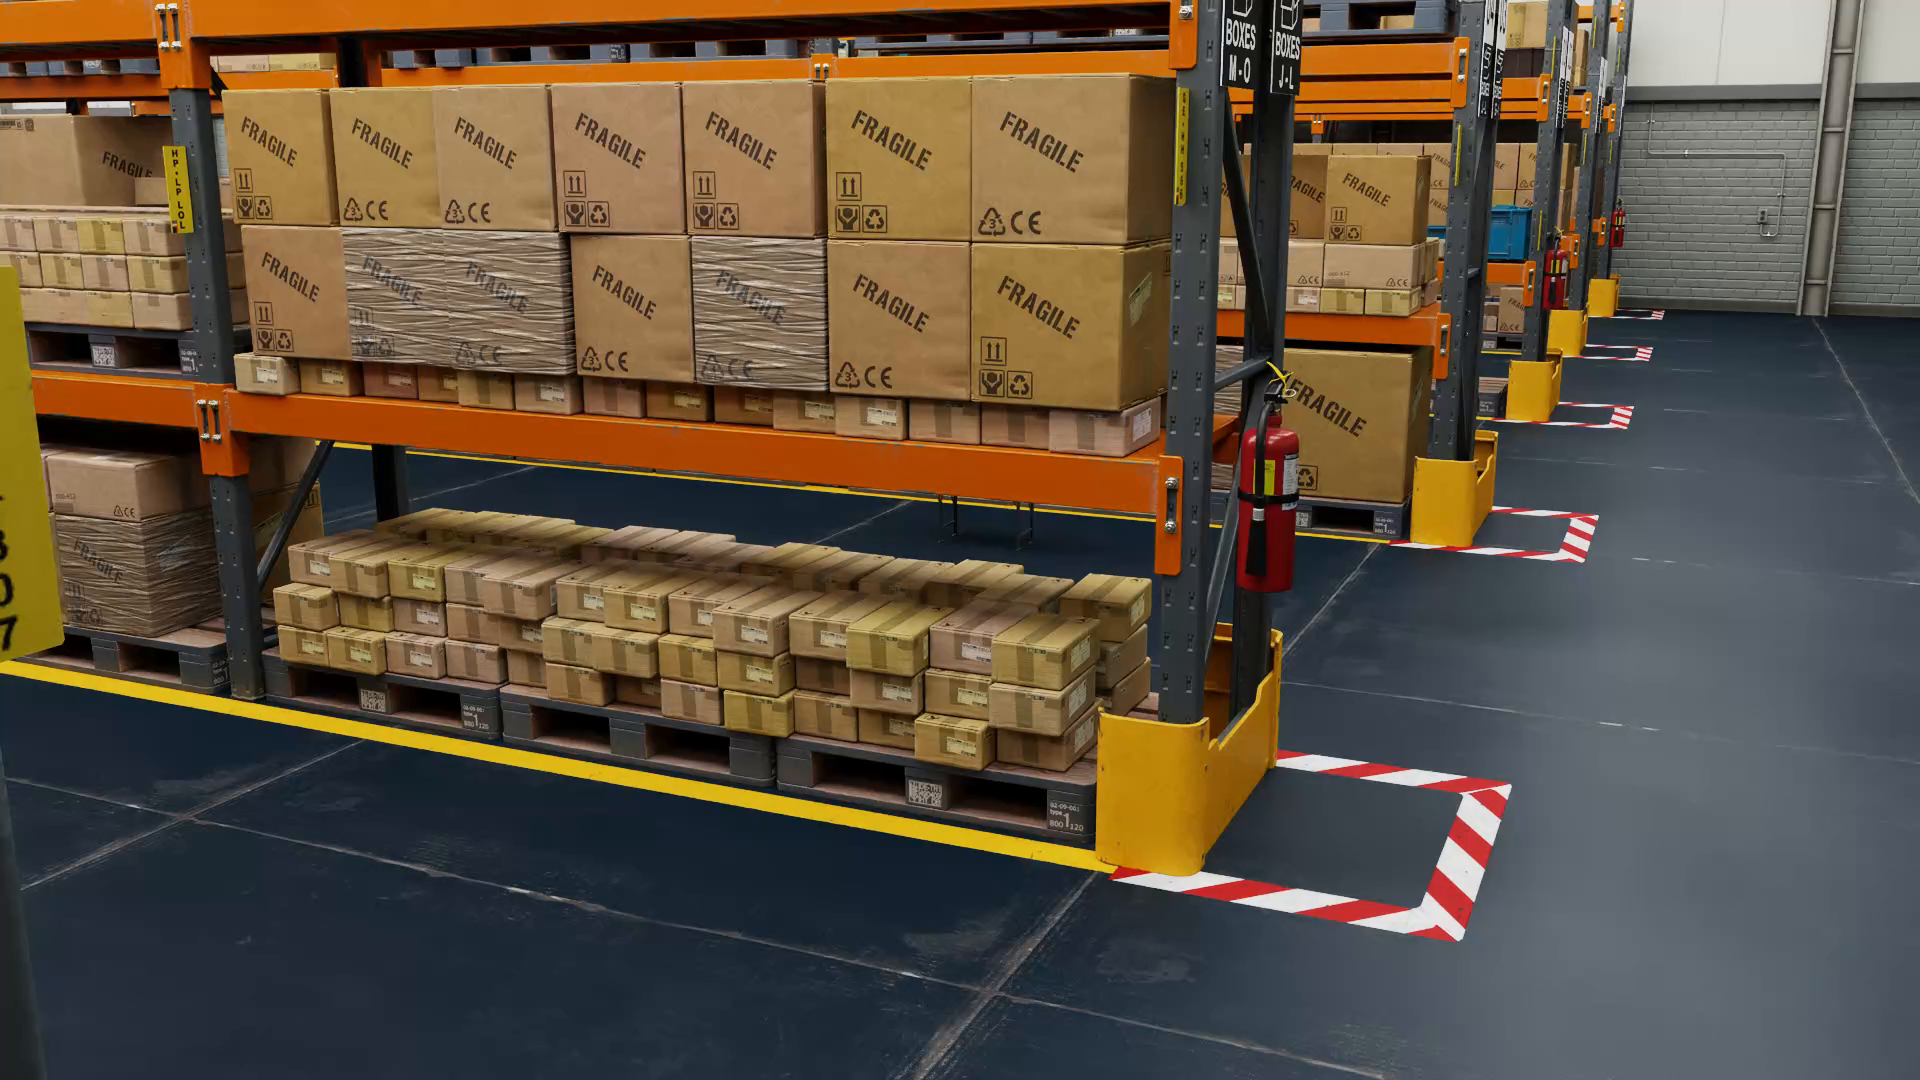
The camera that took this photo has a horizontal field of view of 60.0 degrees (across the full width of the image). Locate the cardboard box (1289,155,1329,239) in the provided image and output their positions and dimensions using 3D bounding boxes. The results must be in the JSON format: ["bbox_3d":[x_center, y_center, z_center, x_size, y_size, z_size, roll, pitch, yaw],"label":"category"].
[{"bbox_3d":[2.195,-2.137,10.329,0.500,0.500,0.500,5,14,22],"label":"cardboard box"}]

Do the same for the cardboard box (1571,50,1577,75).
[{"bbox_3d":[6.633,-5.354,18.673,0.500,0.250,0.500,6,14,23],"label":"cardboard box"}]

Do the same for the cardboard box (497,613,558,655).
[{"bbox_3d":[-1.582,0.319,6.501,0.250,0.149,0.380,7,15,26],"label":"cardboard box"}]

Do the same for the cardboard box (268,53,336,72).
[{"bbox_3d":[-4.867,-3.673,12.603,0.500,0.250,0.500,6,14,23],"label":"cardboard box"}]

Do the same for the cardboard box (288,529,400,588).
[{"bbox_3d":[-2.546,0.073,6.897,0.250,0.149,0.380,6,15,26],"label":"cardboard box"}]

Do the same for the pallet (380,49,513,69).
[{"bbox_3d":[-3.722,-3.613,12.432,1.003,0.211,1.213,7,15,26],"label":"pallet"}]

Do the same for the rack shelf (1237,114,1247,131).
[{"bbox_3d":[1.512,-5.287,20.727,4.000,0.370,1.077,6,14,23],"label":"rack shelf"}]

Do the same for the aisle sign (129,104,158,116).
[{"bbox_3d":[-9.825,-5.279,19.994,0.004,0.787,0.394,6,14,23],"label":"aisle sign"}]

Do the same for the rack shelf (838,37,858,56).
[{"bbox_3d":[-0.142,-7.957,26.418,4.000,0.370,1.077,6,14,23],"label":"rack shelf"}]

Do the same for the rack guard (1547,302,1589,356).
[{"bbox_3d":[6.928,-2.411,18.937,0.348,0.500,1.175,6,14,23],"label":"rack guard"}]

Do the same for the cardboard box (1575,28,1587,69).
[{"bbox_3d":[8.221,-6.673,22.608,0.500,0.500,0.500,6,14,23],"label":"cardboard box"}]

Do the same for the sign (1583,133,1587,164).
[{"bbox_3d":[6.755,-4.225,17.967,0.005,0.325,0.100,6,14,23],"label":"sign"}]

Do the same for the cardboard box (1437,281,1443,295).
[{"bbox_3d":[6.912,-3.828,24.056,0.500,0.500,0.700,6,15,25],"label":"cardboard box"}]

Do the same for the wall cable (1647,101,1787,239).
[{"bbox_3d":[10.555,-5.230,23.253,1.851,1.984,0.084,6,14,23],"label":"wall cable"}]

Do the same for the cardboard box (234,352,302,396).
[{"bbox_3d":[-2.650,-0.679,6.633,0.250,0.149,0.380,6,15,25],"label":"cardboard box"}]

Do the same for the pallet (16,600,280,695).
[{"bbox_3d":[-3.489,0.390,7.632,1.213,0.211,1.003,6,14,23],"label":"pallet"}]

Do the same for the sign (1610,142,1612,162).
[{"bbox_3d":[8.768,-5.223,22.396,0.005,0.325,0.100,6,14,23],"label":"sign"}]

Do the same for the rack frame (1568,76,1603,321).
[{"bbox_3d":[6.998,-3.621,18.622,0.127,3.000,1.000,6,14,23],"label":"rack frame"}]

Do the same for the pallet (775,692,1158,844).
[{"bbox_3d":[0.082,0.742,6.130,1.213,0.211,1.003,6,14,23],"label":"pallet"}]

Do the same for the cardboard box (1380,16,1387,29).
[{"bbox_3d":[4.660,-5.829,19.058,0.500,0.500,0.700,6,14,23],"label":"cardboard box"}]

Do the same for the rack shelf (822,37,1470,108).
[{"bbox_3d":[1.153,-2.848,10.333,4.000,0.370,1.077,6,14,23],"label":"rack shelf"}]

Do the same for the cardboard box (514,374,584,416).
[{"bbox_3d":[-1.427,-0.567,6.157,0.250,0.149,0.380,6,15,26],"label":"cardboard box"}]

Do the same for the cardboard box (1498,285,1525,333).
[{"bbox_3d":[6.401,-2.617,18.852,0.500,0.500,0.500,6,14,23],"label":"cardboard box"}]

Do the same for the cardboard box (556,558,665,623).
[{"bbox_3d":[-1.337,0.192,6.390,0.250,0.149,0.380,5,14,21],"label":"cardboard box"}]

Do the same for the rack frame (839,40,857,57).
[{"bbox_3d":[-1.971,-8.687,27.079,0.127,3.000,1.000,6,14,23],"label":"rack frame"}]

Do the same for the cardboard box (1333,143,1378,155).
[{"bbox_3d":[4.599,-4.329,19.231,0.500,0.500,0.500,5,14,22],"label":"cardboard box"}]

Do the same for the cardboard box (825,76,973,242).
[{"bbox_3d":[-0.102,-1.243,5.429,0.500,0.500,0.500,5,14,21],"label":"cardboard box"}]

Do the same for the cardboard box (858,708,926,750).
[{"bbox_3d":[-0.168,0.607,5.922,0.250,0.149,0.380,6,14,23],"label":"cardboard box"}]

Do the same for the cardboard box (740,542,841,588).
[{"bbox_3d":[-0.672,0.131,6.650,0.250,0.149,0.380,6,14,24],"label":"cardboard box"}]

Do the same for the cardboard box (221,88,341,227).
[{"bbox_3d":[-2.463,-1.484,6.453,0.500,0.500,0.500,6,15,25],"label":"cardboard box"}]

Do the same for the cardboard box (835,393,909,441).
[{"bbox_3d":[-0.222,-0.444,5.633,0.250,0.149,0.380,6,15,25],"label":"cardboard box"}]

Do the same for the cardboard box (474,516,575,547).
[{"bbox_3d":[-1.866,0.013,7.151,0.250,0.149,0.380,6,14,23],"label":"cardboard box"}]

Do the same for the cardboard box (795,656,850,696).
[{"bbox_3d":[-0.398,0.429,6.029,0.250,0.149,0.380,6,14,23],"label":"cardboard box"}]

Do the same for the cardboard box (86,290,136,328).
[{"bbox_3d":[-3.458,-0.997,7.070,0.250,0.149,0.380,6,14,24],"label":"cardboard box"}]

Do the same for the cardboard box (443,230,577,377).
[{"bbox_3d":[-1.525,-0.893,6.123,0.500,0.500,0.500,5,14,22],"label":"cardboard box"}]

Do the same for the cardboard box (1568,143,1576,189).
[{"bbox_3d":[6.699,-4.253,18.906,0.500,0.500,0.500,6,15,25],"label":"cardboard box"}]

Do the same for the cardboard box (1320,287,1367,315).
[{"bbox_3d":[2.284,-1.418,9.782,0.250,0.149,0.380,6,14,24],"label":"cardboard box"}]

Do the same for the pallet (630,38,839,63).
[{"bbox_3d":[-1.534,-3.364,11.379,1.217,0.209,0.805,5,14,21],"label":"pallet"}]

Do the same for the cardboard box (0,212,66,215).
[{"bbox_3d":[-4.168,-1.361,7.317,0.250,0.149,0.380,5,14,21],"label":"cardboard box"}]

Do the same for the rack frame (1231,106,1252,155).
[{"bbox_3d":[3.340,-3.991,20.199,0.127,3.000,1.000,6,14,23],"label":"rack frame"}]

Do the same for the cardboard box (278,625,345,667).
[{"bbox_3d":[-2.574,0.388,6.856,0.250,0.149,0.380,5,14,21],"label":"cardboard box"}]

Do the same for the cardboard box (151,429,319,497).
[{"bbox_3d":[-3.345,-0.372,7.686,0.500,0.250,0.500,5,14,21],"label":"cardboard box"}]

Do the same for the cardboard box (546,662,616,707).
[{"bbox_3d":[-1.371,0.500,6.380,0.250,0.149,0.380,5,14,22],"label":"cardboard box"}]

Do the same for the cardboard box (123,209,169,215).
[{"bbox_3d":[-3.669,-1.473,7.793,0.250,0.149,0.380,6,14,22],"label":"cardboard box"}]

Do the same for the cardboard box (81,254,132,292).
[{"bbox_3d":[-3.462,-1.143,7.038,0.250,0.149,0.380,6,14,24],"label":"cardboard box"}]

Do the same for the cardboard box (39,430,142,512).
[{"bbox_3d":[-4.025,-0.315,7.442,0.500,0.250,0.500,7,15,26],"label":"cardboard box"}]

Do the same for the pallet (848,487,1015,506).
[{"bbox_3d":[-0.012,-0.478,11.332,1.213,0.211,1.003,6,14,23],"label":"pallet"}]

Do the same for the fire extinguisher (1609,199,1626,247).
[{"bbox_3d":[8.952,-4.327,22.614,0.183,0.674,0.296,6,14,23],"label":"fire extinguisher"}]

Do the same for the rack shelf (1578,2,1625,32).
[{"bbox_3d":[7.172,-7.217,23.264,4.000,0.370,1.077,6,14,23],"label":"rack shelf"}]

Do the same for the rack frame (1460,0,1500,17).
[{"bbox_3d":[2.982,-4.473,9.120,0.127,3.000,1.000,6,14,23],"label":"rack frame"}]

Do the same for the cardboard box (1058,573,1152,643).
[{"bbox_3d":[0.539,0.248,6.149,0.250,0.149,0.380,5,14,21],"label":"cardboard box"}]

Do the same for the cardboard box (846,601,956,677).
[{"bbox_3d":[-0.201,0.339,5.762,0.250,0.149,0.380,5,14,22],"label":"cardboard box"}]

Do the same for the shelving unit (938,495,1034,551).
[{"bbox_3d":[0.151,-0.569,9.553,0.503,1.200,0.258,6,14,23],"label":"shelving unit"}]

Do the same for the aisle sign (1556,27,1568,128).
[{"bbox_3d":[4.935,-3.785,13.628,0.004,0.787,0.394,6,14,23],"label":"aisle sign"}]

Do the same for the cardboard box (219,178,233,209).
[{"bbox_3d":[-5.393,-2.618,13.209,0.500,0.500,0.700,8,16,32],"label":"cardboard box"}]

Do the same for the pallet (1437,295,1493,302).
[{"bbox_3d":[7.126,-3.470,24.079,1.213,0.211,1.003,6,14,23],"label":"pallet"}]

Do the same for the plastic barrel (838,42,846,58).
[{"bbox_3d":[-1.287,-4.856,16.701,0.301,0.262,0.301,0,13,0],"label":"plastic barrel"}]
